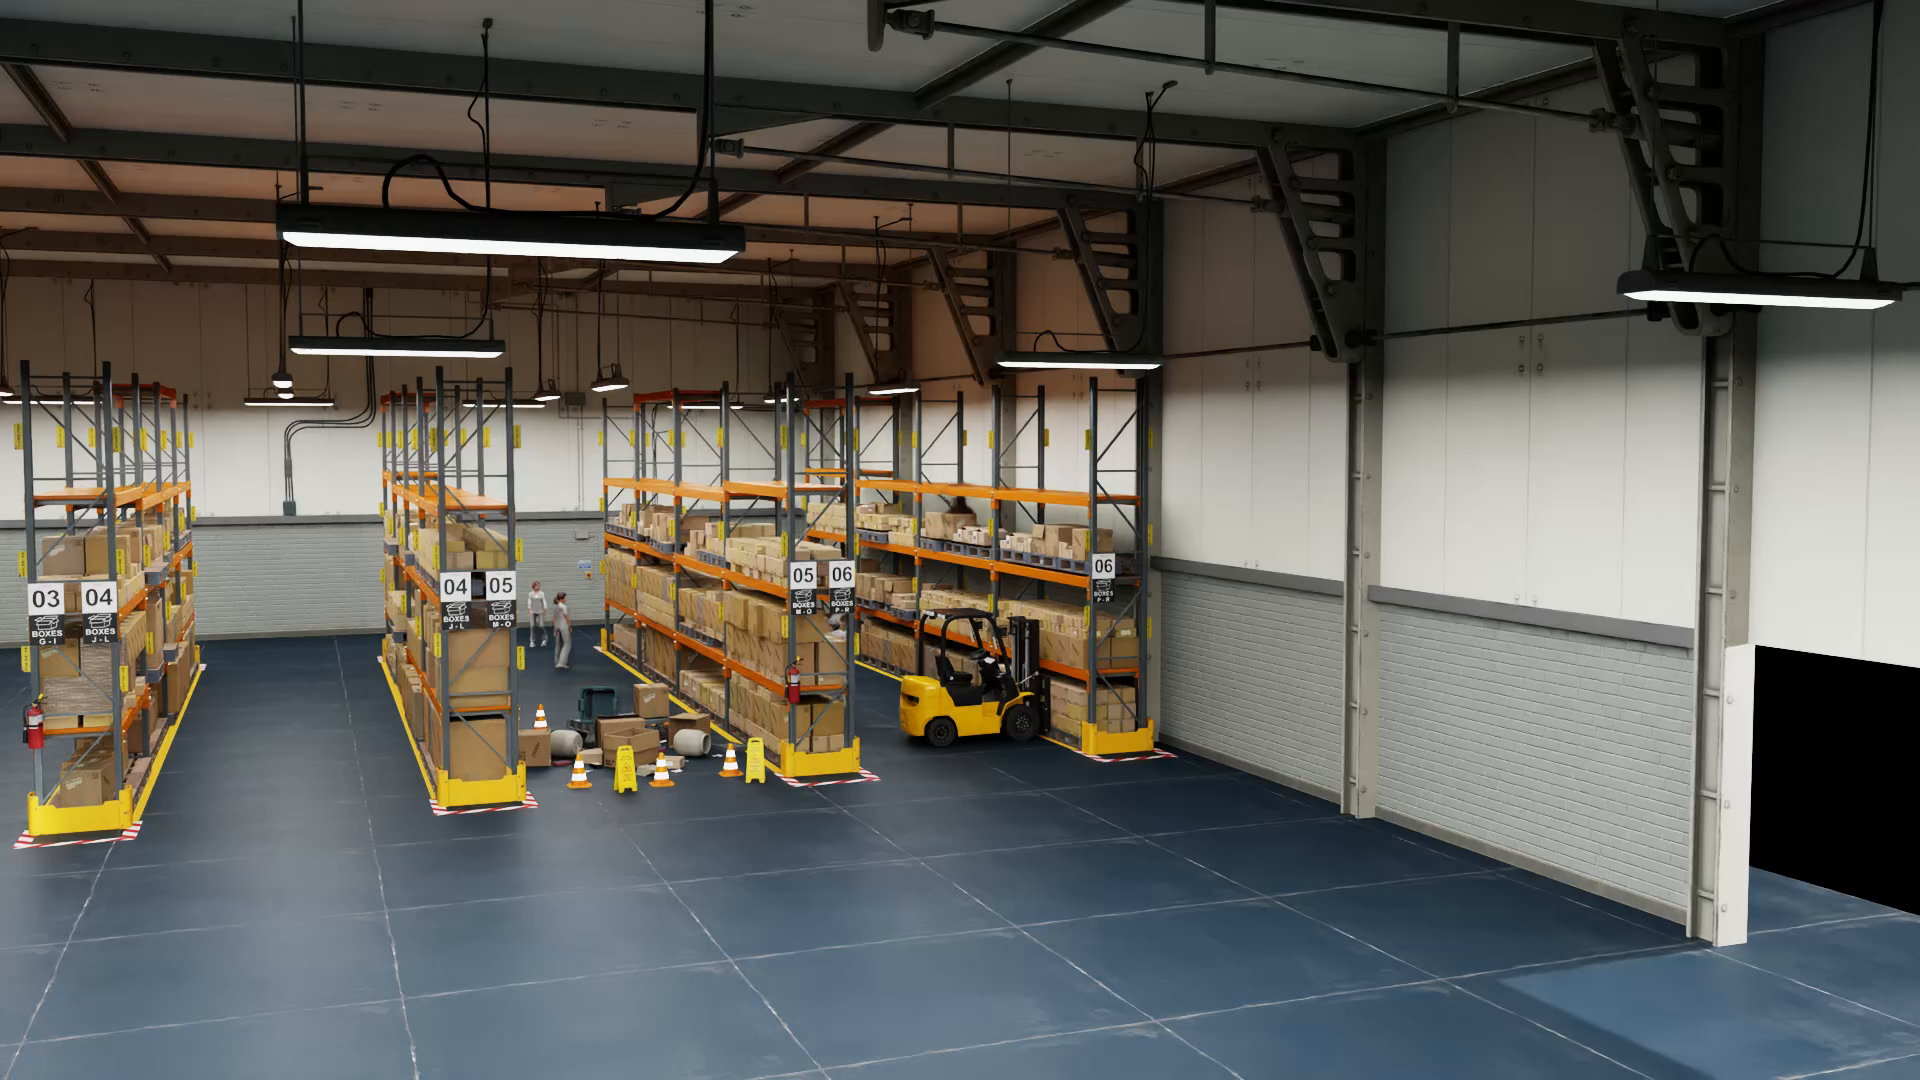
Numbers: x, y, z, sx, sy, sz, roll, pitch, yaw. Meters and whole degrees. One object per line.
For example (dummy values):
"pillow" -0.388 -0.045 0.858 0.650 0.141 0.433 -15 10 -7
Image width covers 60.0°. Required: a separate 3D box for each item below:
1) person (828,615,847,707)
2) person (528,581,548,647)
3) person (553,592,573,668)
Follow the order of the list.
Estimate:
"person" -2.232 2.210 30.190 0.427 1.713 0.724 -2 4 -25
"person" -10.275 1.790 40.412 0.476 1.588 0.495 0 3 -1
"person" -8.724 1.968 36.357 0.471 1.686 0.412 3 5 41
